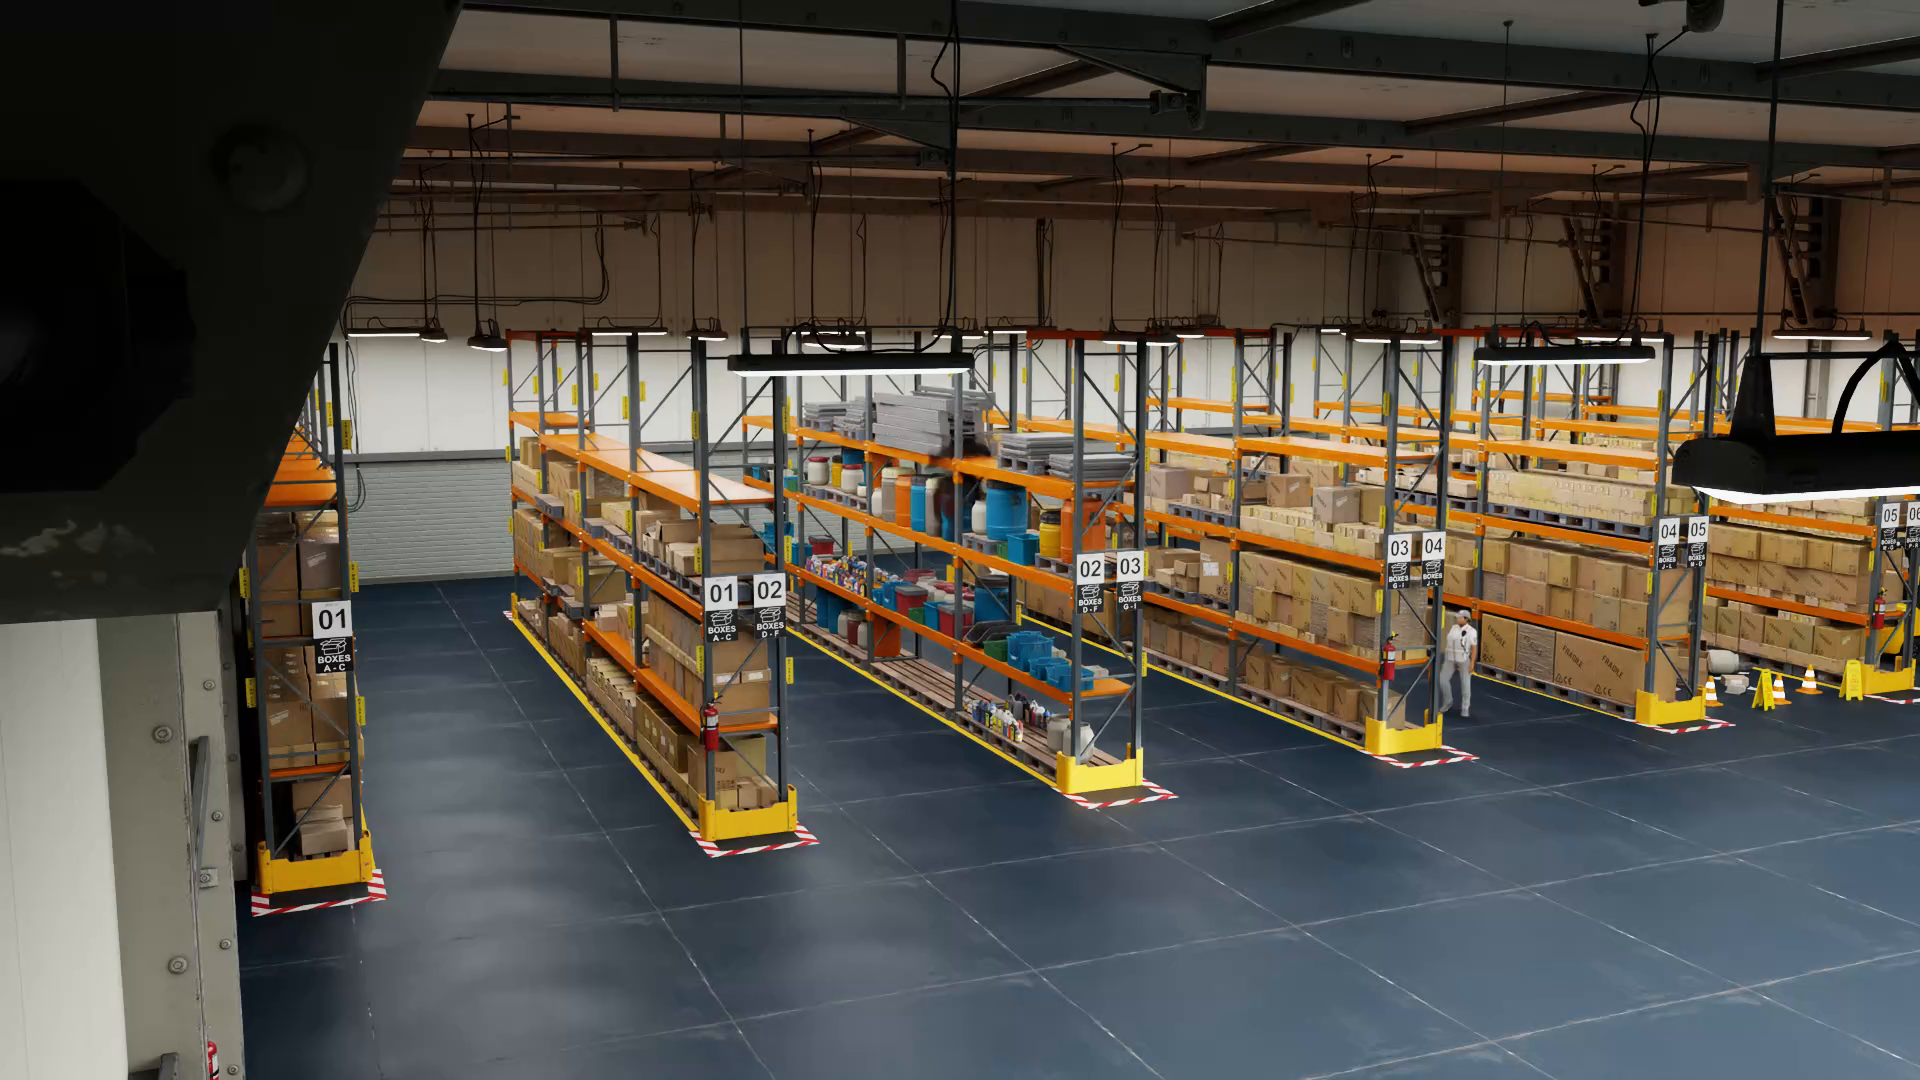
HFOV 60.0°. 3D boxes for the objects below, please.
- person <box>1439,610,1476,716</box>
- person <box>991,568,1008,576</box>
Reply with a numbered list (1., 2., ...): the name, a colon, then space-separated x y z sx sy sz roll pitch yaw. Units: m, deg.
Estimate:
1. person: 7.902 1.949 26.381 0.557 1.708 0.426 5 9 31
2. person: 0.841 1.042 32.907 0.556 1.645 0.944 -4 9 -24
